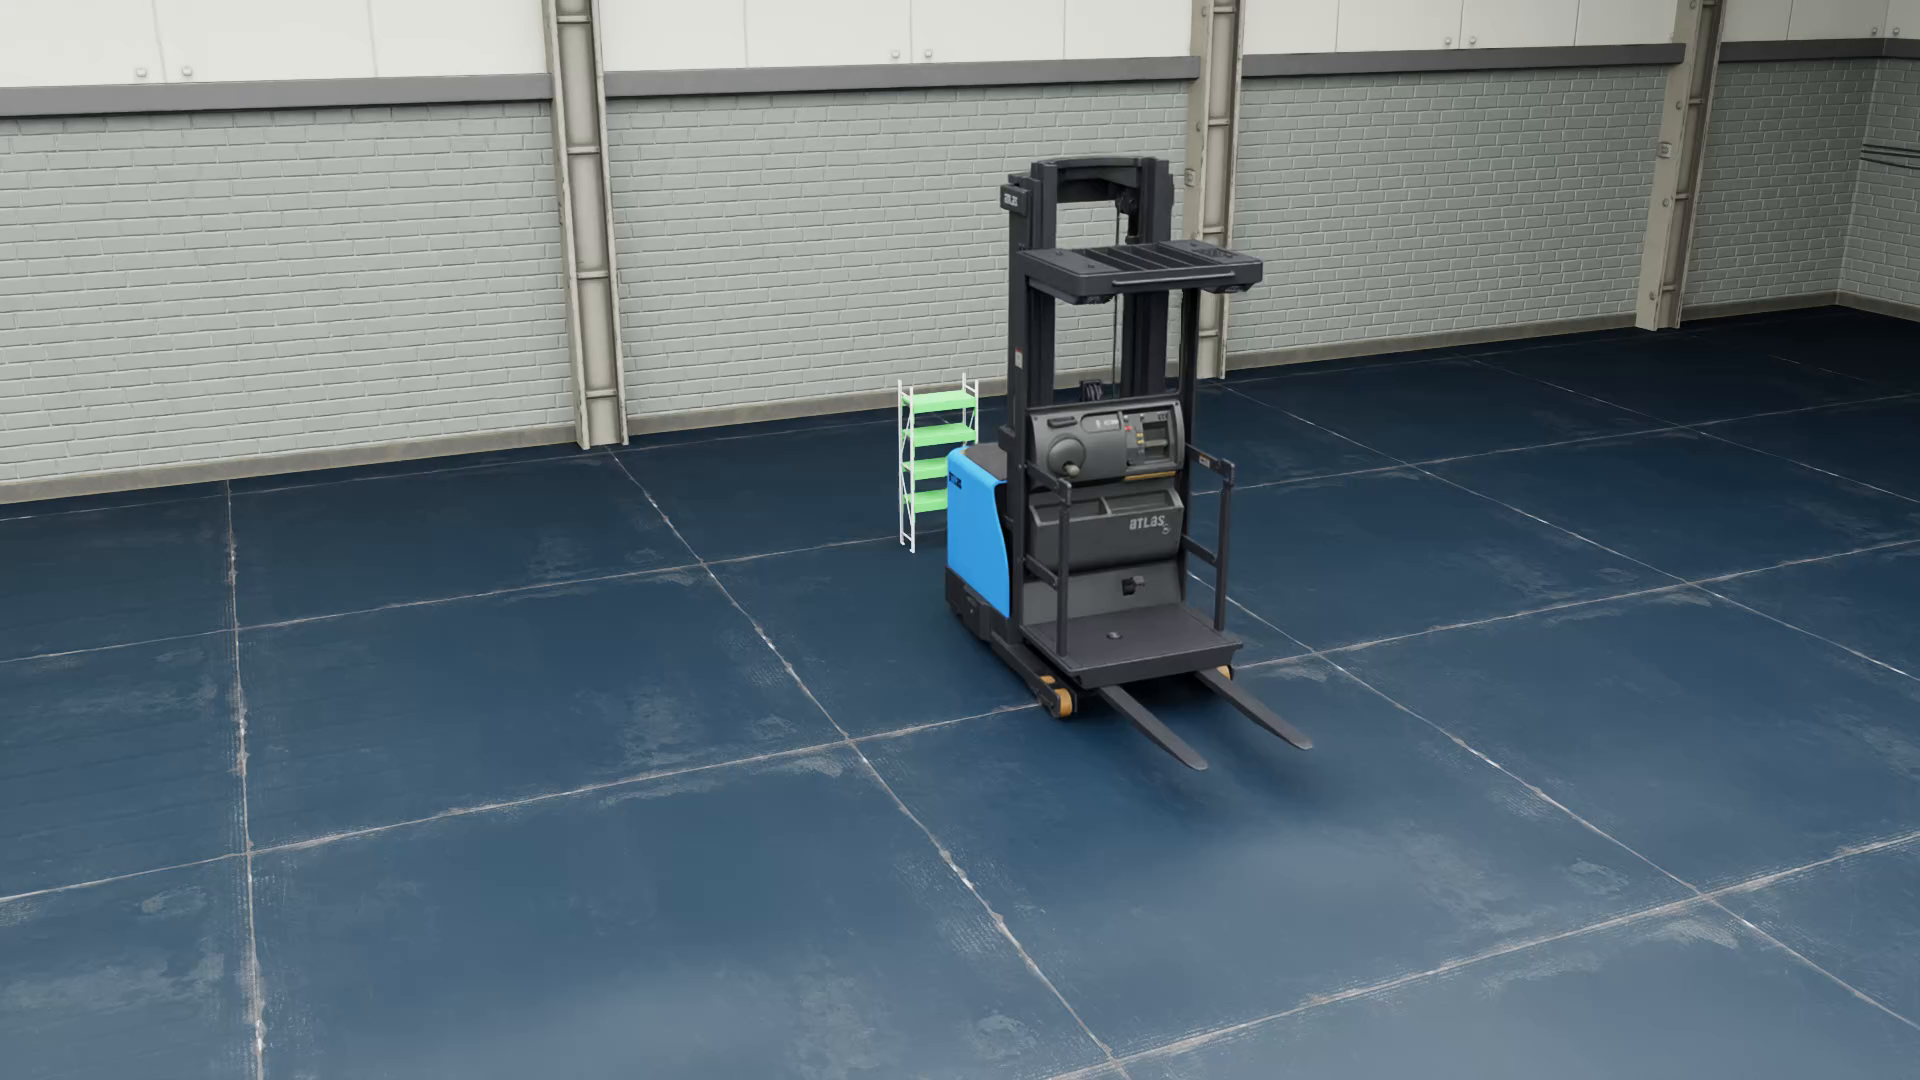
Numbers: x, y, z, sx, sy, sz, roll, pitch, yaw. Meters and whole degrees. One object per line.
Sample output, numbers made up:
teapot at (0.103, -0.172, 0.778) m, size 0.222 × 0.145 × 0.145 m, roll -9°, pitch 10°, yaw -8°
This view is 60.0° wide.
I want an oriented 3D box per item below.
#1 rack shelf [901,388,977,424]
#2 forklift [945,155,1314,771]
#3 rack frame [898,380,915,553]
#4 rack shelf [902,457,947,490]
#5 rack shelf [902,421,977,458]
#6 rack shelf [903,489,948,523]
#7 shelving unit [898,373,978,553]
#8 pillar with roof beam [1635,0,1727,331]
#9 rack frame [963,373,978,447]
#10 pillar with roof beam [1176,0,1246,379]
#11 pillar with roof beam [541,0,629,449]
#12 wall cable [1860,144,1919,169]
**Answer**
rack shelf at (-0.152, -0.937, 11.623) m, size 0.480 × 0.148 × 0.258 m, roll -8°, pitch 21°, yaw -22°
forklift at (0.919, -0.552, 9.177) m, size 1.130 × 2.935 × 3.031 m, roll -7°, pitch 21°, yaw -20°
rack frame at (-0.376, -0.512, 11.670) m, size 0.015 × 1.200 × 0.240 m, roll -8°, pitch 21°, yaw -22°
rack shelf at (-0.152, -0.484, 11.782) m, size 0.480 × 0.148 × 0.258 m, roll -8°, pitch 21°, yaw -22°
rack shelf at (-0.152, -0.710, 11.702) m, size 0.480 × 0.148 × 0.258 m, roll -8°, pitch 21°, yaw -22°
rack shelf at (-0.152, -0.258, 11.862) m, size 0.480 × 0.148 × 0.258 m, roll -8°, pitch 21°, yaw -22°
shelving unit at (-0.152, -0.544, 11.761) m, size 0.503 × 1.200 × 0.258 m, roll -8°, pitch 21°, yaw -22°
pillar with roof beam at (9.624, -5.357, 13.686) m, size 0.400 × 9.000 × 9.100 m, roll -8°, pitch 21°, yaw -22°
rack frame at (0.072, -0.576, 11.852) m, size 0.015 × 1.200 × 0.240 m, roll -8°, pitch 21°, yaw -22°
pillar with roof beam at (4.114, -4.567, 11.444) m, size 0.400 × 9.000 × 9.100 m, roll -8°, pitch 21°, yaw -22°
pillar with roof beam at (-1.395, -3.778, 9.202) m, size 0.400 × 9.000 × 9.100 m, roll -8°, pitch 21°, yaw -22°
wall cable at (11.147, -5.189, 17.885) m, size 0.112 × 2.526 × 3.097 m, roll -8°, pitch 21°, yaw -22°
